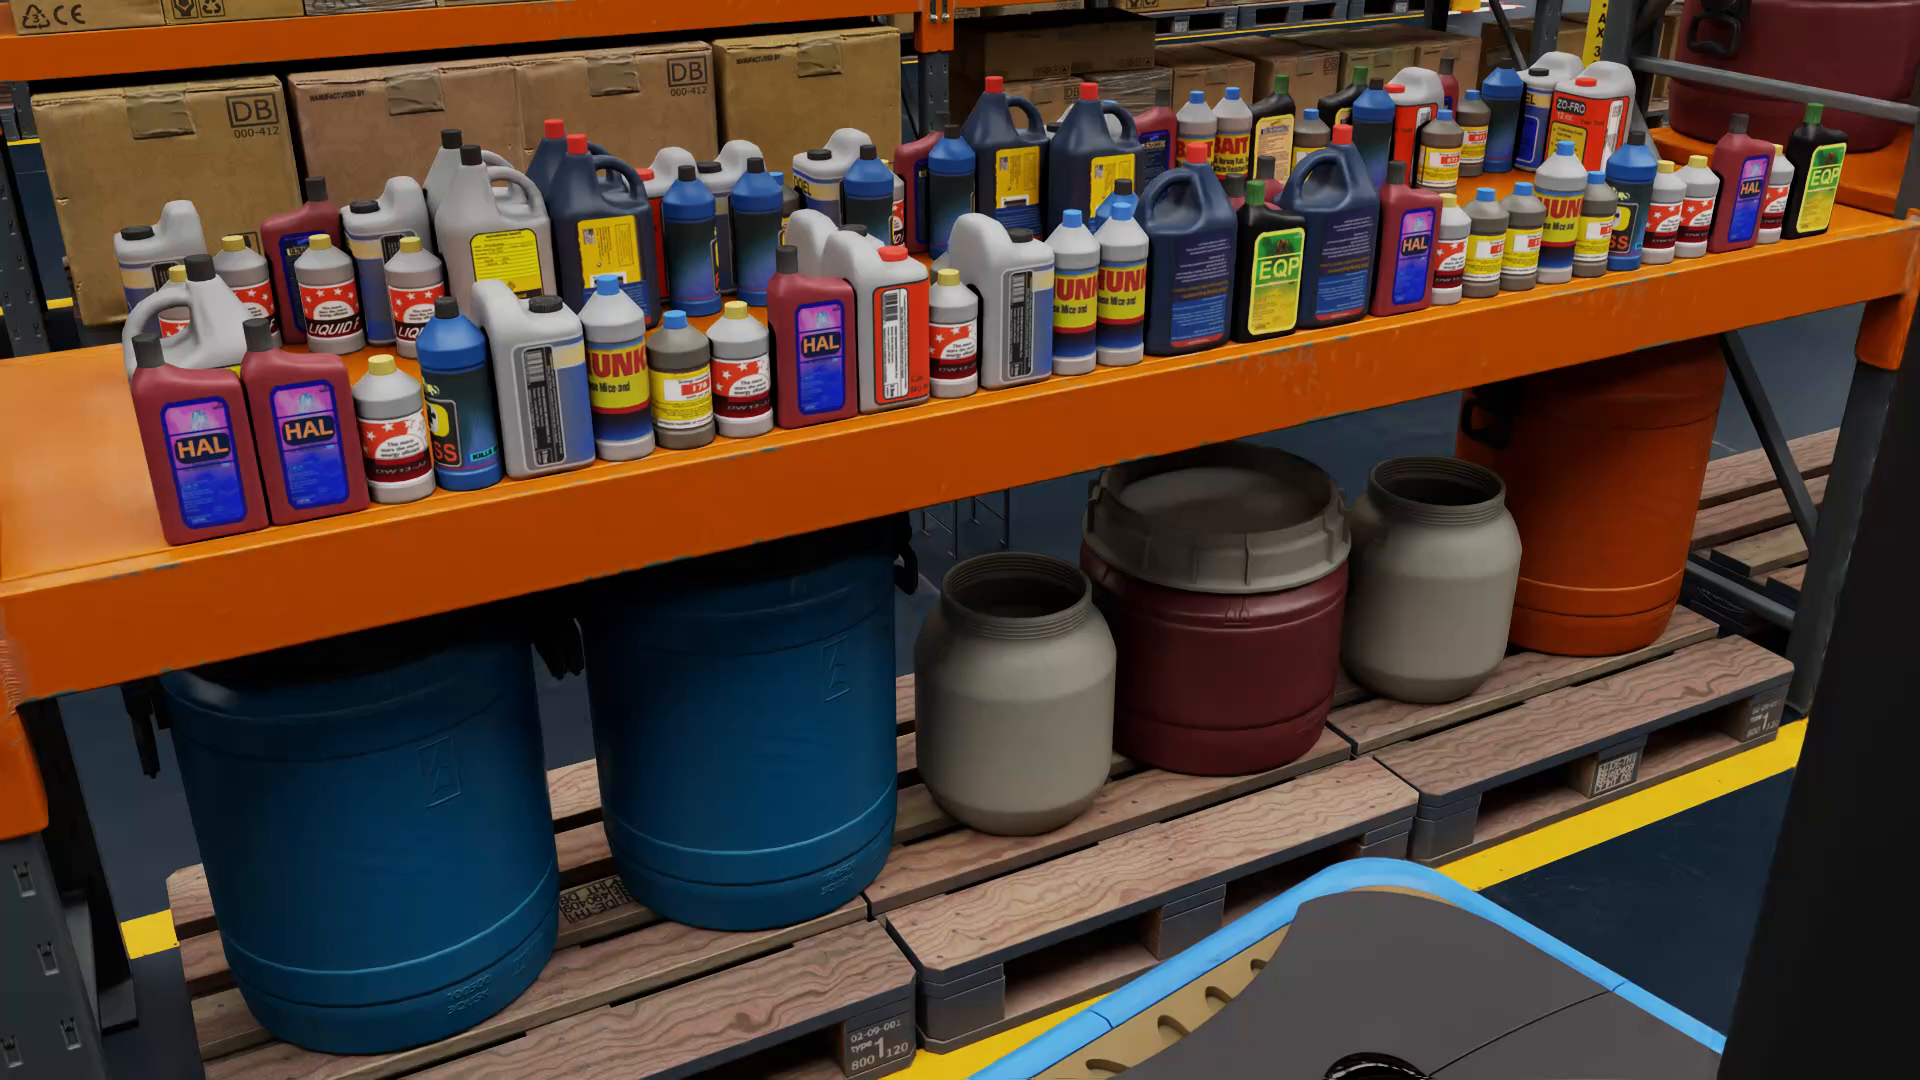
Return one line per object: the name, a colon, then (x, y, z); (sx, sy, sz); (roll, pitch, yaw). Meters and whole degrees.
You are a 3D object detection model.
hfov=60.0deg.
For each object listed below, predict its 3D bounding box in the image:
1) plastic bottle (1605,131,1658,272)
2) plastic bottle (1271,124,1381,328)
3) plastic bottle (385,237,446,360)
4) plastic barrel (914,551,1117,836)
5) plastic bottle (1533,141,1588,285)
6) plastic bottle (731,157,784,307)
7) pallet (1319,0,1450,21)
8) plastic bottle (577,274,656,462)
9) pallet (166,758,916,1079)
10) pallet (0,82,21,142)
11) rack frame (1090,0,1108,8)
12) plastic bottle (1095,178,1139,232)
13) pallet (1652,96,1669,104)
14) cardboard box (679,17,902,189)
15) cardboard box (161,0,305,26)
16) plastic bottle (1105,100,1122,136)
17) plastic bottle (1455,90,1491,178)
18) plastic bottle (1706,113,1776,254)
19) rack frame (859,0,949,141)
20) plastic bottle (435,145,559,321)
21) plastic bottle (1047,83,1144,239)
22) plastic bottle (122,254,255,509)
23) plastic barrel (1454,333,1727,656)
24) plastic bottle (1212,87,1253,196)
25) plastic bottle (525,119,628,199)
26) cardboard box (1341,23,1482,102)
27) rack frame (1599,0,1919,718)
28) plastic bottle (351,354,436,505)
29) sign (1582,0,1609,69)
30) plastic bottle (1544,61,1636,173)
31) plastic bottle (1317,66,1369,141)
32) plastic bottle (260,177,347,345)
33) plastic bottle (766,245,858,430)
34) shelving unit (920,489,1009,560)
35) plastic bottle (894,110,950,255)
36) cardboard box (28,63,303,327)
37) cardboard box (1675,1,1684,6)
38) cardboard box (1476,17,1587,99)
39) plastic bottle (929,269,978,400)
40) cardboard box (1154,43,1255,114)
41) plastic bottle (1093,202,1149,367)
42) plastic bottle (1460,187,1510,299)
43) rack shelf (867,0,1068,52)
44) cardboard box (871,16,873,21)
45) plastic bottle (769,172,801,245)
plastic bottle: (1.349, -0.689, 3.369); (0.097, 0.271, 0.097); (0, 26, 0)
plastic bottle: (0.666, -0.579, 3.047); (0.185, 0.351, 0.144); (-13, 29, -25)
plastic bottle: (-0.945, -0.426, 2.901); (0.097, 0.201, 0.097); (0, 26, 0)
plastic barrel: (0.115, 0.322, 3.503); (0.421, 0.512, 0.421); (0, 26, 0)
plastic bottle: (1.177, -0.650, 3.286); (0.097, 0.271, 0.097); (0, 26, 0)
plastic bottle: (-0.382, -0.587, 3.157); (0.097, 0.271, 0.097); (0, 26, 0)
pallet: (3.806, -5.082, 15.590); (1.213, 0.211, 1.003); (-13, 29, -25)
plastic bottle: (-0.513, -0.260, 2.474); (0.097, 0.271, 0.097); (0, 26, 0)
pallet: (-0.838, 0.835, 3.268); (1.213, 0.211, 1.003); (-13, 29, -25)
pallet: (-6.690, -2.680, 10.588); (1.213, 0.211, 1.003); (-13, 29, -25)
rack frame: (0.945, -5.717, 13.691); (0.127, 3.000, 1.000); (-13, 29, -25)
plastic bottle: (0.290, -0.516, 3.007); (0.097, 0.271, 0.097); (0, 26, 0)
pallet: (4.844, -2.945, 11.141); (1.213, 0.211, 1.003); (-13, 29, -25)
cardboard box: (-0.958, -2.086, 8.099); (0.875, 0.875, 1.225); (-14, 29, -27)
cardboard box: (-2.902, -2.319, 6.498); (0.500, 0.500, 0.500); (-13, 29, -25)
plastic bottle: (0.323, -0.825, 3.651); (0.097, 0.271, 0.097); (0, 26, 0)
plastic bottle: (1.256, -1.009, 4.114); (0.097, 0.201, 0.097); (0, 26, 0)
plastic bottle: (1.631, -0.751, 3.483); (0.133, 0.283, 0.061); (-13, 29, -25)
rack frame: (-0.340, -2.987, 8.006); (0.127, 3.000, 1.000); (-13, 29, -25)
plastic bottle: (-0.814, -0.516, 2.916); (0.185, 0.351, 0.144); (-13, 29, -25)
plastic bottle: (0.281, -0.765, 3.434); (0.185, 0.351, 0.144); (-13, 29, -25)
plastic bottle: (-1.040, -0.215, 2.289); (0.185, 0.351, 0.144); (-13, 29, -25)
plastic barrel: (1.567, -0.201, 4.224); (0.708, 0.830, 0.600); (-13, 29, -25)
plastic bottle: (0.612, -0.892, 3.790); (0.097, 0.271, 0.097); (0, 26, 0)
plastic bottle: (-0.718, -0.609, 3.109); (0.185, 0.351, 0.144); (-13, 29, -25)
cardboard box: (2.638, -2.757, 9.906); (0.500, 0.500, 0.700); (-15, 30, -29)
rack frame: (1.991, -1.096, 4.067); (0.127, 3.000, 1.000); (-13, 29, -25)
plastic bottle: (-0.803, -0.161, 2.349); (0.097, 0.201, 0.097); (0, 26, 0)
sign: (1.726, -1.378, 4.466); (0.005, 0.325, 0.100); (-13, 29, -25)
plastic bottle: (1.529, -1.017, 4.046); (0.135, 0.276, 0.152); (-13, 29, -25)
plastic bottle: (0.909, -0.974, 3.949); (0.133, 0.283, 0.061); (-13, 29, -25)
plastic bottle: (-1.160, -0.497, 2.954); (0.133, 0.283, 0.061); (-13, 29, -25)
plastic bottle: (-0.230, -0.321, 2.588); (0.133, 0.283, 0.061); (-13, 29, -25)
shelving unit: (0.013, -0.544, 4.996); (0.189, 1.200, 0.258); (-13, 29, -25)
plastic bottle: (-0.069, -0.749, 3.478); (0.133, 0.283, 0.061); (-13, 29, -25)
cardboard box: (-3.314, -1.542, 6.966); (0.875, 0.875, 1.225); (-13, 29, -25)
cardboard box: (5.088, -3.303, 11.067); (0.500, 0.500, 0.500); (-10, 27, -20)
cardboard box: (3.562, -2.931, 10.291); (0.500, 0.500, 0.500); (-14, 29, -27)
plastic bottle: (-0.019, -0.342, 2.726); (0.097, 0.201, 0.097); (0, 26, 0)
cardboard box: (1.223, -2.439, 9.244); (0.500, 0.500, 0.700); (-11, 28, -21)
plastic bottle: (0.272, -0.441, 2.851); (0.097, 0.271, 0.097); (0, 26, 0)
plastic bottle: (1.005, -0.578, 3.219); (0.097, 0.201, 0.097); (0, 26, 0)
rack shelf: (1.425, -3.070, 9.010); (4.000, 0.370, 1.077); (-13, 29, -25)
cardboard box: (-1.235, -4.346, 12.951); (0.750, 0.750, 1.050); (-13, 28, -24)
plastic bottle: (-0.367, -0.634, 3.334); (0.097, 0.201, 0.097); (0, 26, 0)
